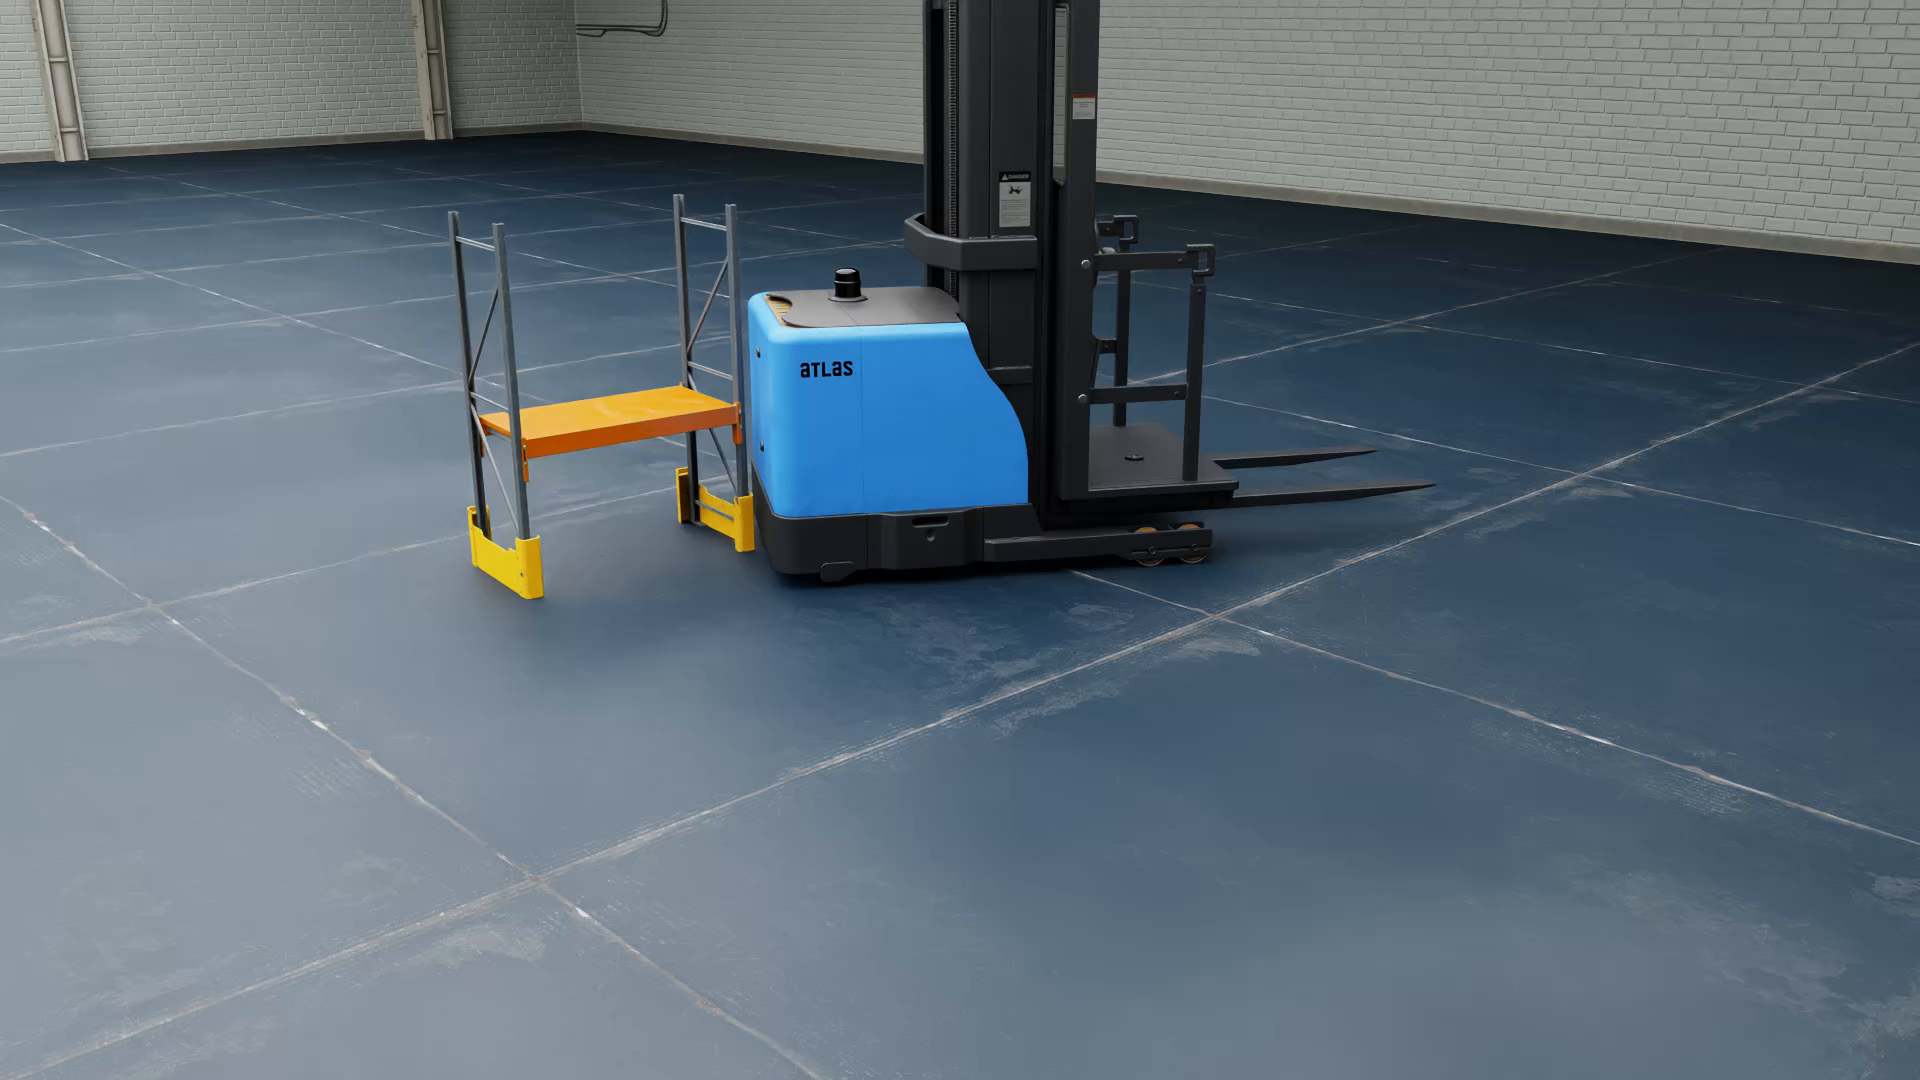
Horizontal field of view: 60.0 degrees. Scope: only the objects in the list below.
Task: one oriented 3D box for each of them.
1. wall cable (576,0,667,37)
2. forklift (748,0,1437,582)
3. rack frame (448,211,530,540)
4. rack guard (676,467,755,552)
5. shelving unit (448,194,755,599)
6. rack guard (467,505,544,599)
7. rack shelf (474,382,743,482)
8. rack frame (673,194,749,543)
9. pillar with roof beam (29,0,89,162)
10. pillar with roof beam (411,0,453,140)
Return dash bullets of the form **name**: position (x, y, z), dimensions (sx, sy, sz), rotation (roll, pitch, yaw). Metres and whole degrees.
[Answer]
- **wall cable**: position (-6.115, -10.187, 29.349), dimensions (0.112, 2.526, 3.097), rotation (-16, 24, -41)
- **forklift**: position (0.616, -1.436, 7.162), dimensions (3.031, 2.935, 1.130), rotation (-4, 18, -12)
- **rack frame**: position (-1.901, -0.550, 6.748), dimensions (0.032, 1.500, 0.500), rotation (-13, 22, -35)
- **rack guard**: position (-1.109, -0.142, 7.518), dimensions (0.087, 0.250, 0.587), rotation (-13, 22, -35)
- **shelving unit**: position (-1.504, -0.643, 7.037), dimensions (1.083, 1.500, 0.587), rotation (-13, 22, -35)
- **rack guard**: position (-1.900, 0.045, 6.942), dimensions (0.087, 0.250, 0.587), rotation (-13, 22, -35)
- **rack shelf**: position (-1.497, -0.474, 7.098), dimensions (1.000, 0.185, 0.538), rotation (-13, 22, -35)
- **rack frame**: position (-1.093, -0.740, 7.336), dimensions (0.032, 1.500, 0.500), rotation (-13, 22, -35)
- **pillar with roof beam**: position (-10.566, -9.100, 20.962), dimensions (0.400, 9.000, 9.100), rotation (-16, 24, -41)
- **pillar with roof beam**: position (-6.207, -10.372, 24.883), dimensions (0.400, 9.000, 9.100), rotation (-16, 24, -41)
